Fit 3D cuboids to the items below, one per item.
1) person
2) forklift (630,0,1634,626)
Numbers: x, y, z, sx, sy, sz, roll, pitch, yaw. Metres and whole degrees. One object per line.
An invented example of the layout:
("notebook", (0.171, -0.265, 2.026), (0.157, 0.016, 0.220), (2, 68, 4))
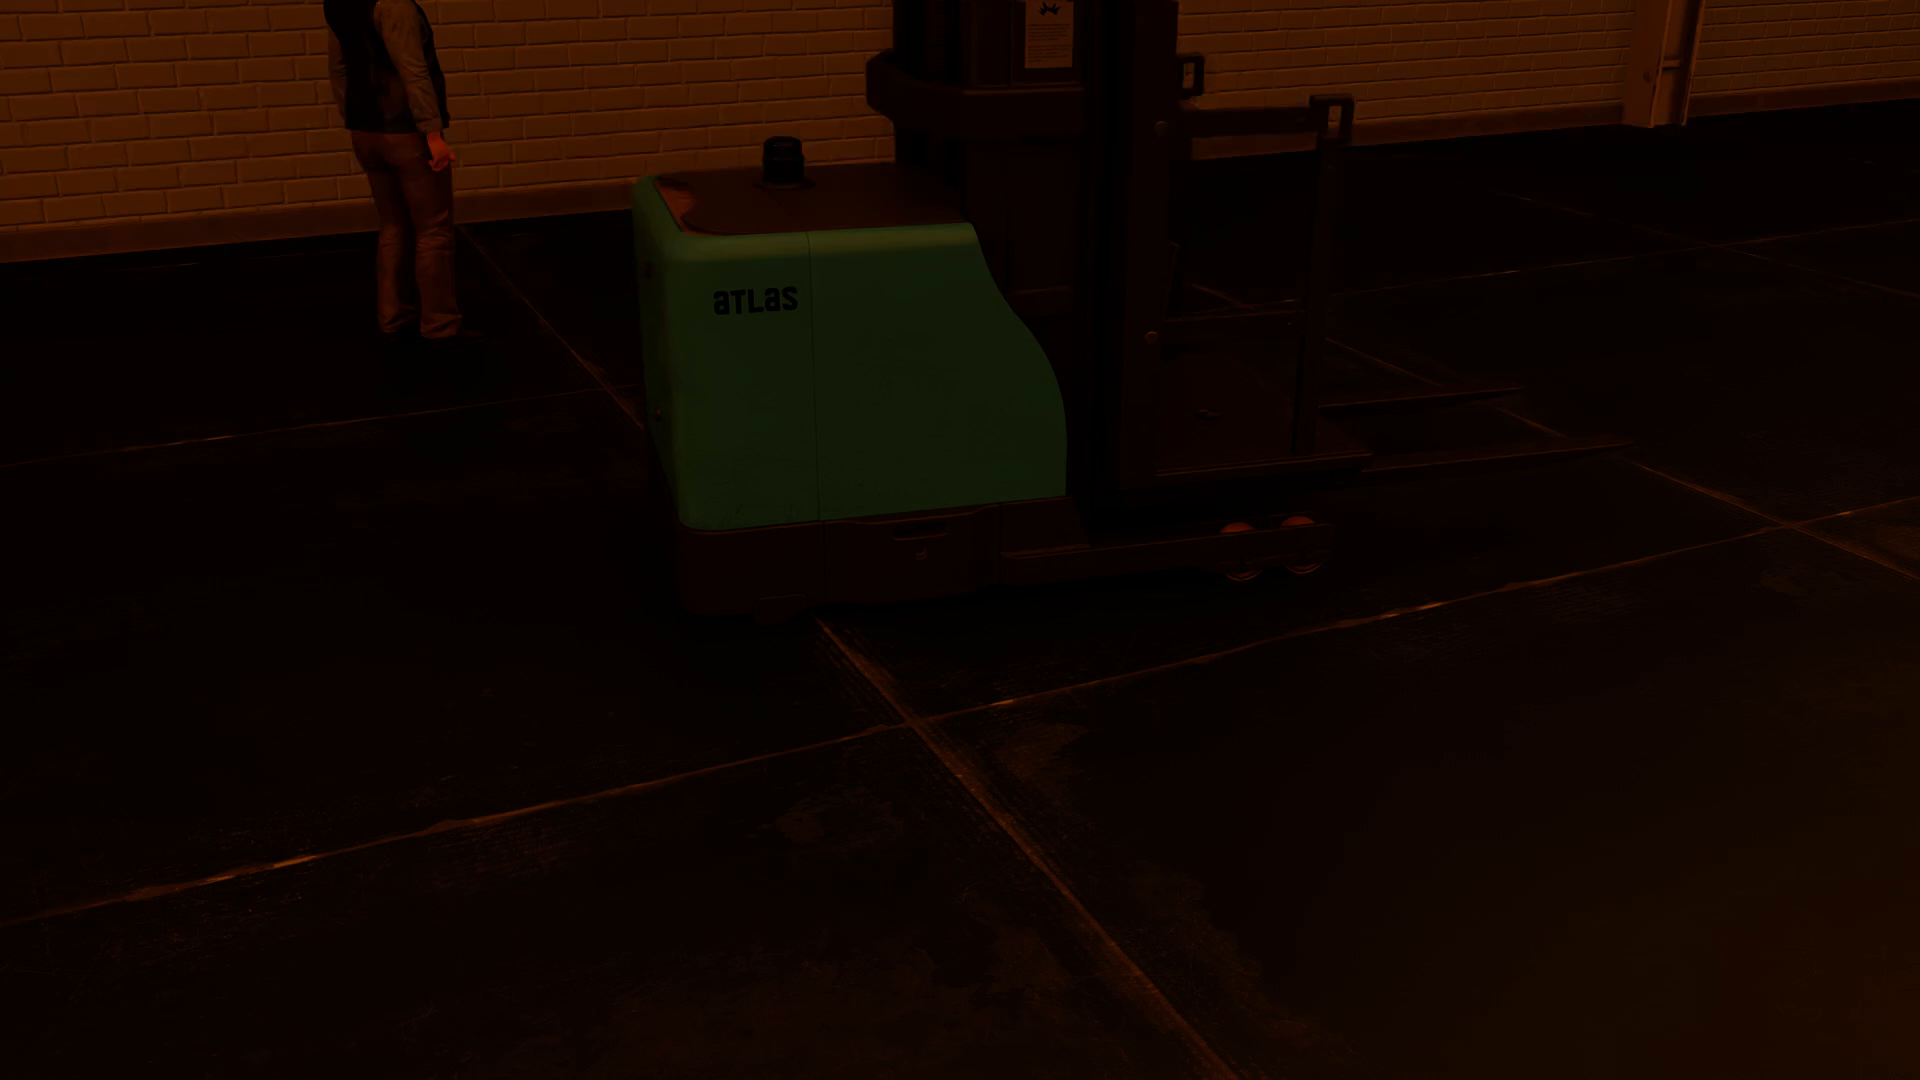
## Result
("person", (-2.285, -1.654, 6.847), (0.580, 1.725, 0.387), (15, 27, 32))
("forklift", (0.591, -1.423, 4.712), (3.031, 2.935, 1.130), (-6, 23, -14))
